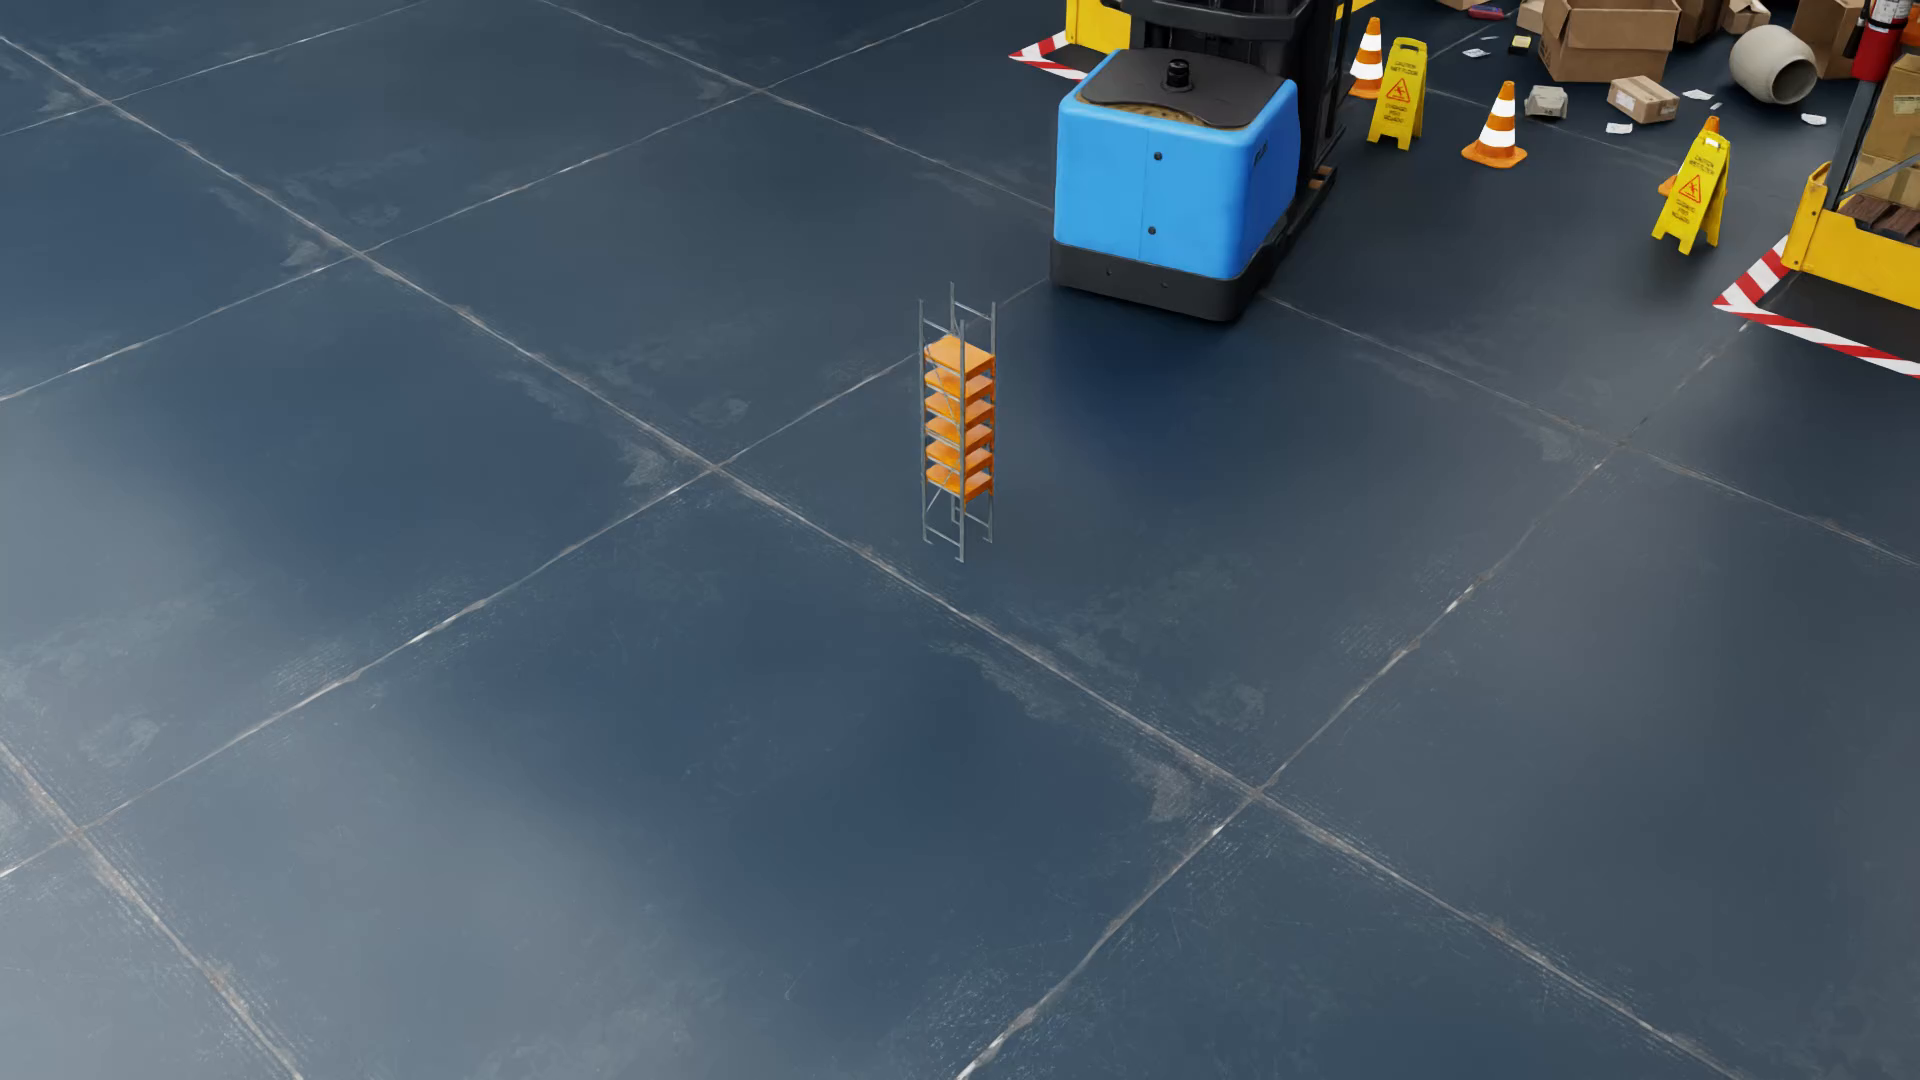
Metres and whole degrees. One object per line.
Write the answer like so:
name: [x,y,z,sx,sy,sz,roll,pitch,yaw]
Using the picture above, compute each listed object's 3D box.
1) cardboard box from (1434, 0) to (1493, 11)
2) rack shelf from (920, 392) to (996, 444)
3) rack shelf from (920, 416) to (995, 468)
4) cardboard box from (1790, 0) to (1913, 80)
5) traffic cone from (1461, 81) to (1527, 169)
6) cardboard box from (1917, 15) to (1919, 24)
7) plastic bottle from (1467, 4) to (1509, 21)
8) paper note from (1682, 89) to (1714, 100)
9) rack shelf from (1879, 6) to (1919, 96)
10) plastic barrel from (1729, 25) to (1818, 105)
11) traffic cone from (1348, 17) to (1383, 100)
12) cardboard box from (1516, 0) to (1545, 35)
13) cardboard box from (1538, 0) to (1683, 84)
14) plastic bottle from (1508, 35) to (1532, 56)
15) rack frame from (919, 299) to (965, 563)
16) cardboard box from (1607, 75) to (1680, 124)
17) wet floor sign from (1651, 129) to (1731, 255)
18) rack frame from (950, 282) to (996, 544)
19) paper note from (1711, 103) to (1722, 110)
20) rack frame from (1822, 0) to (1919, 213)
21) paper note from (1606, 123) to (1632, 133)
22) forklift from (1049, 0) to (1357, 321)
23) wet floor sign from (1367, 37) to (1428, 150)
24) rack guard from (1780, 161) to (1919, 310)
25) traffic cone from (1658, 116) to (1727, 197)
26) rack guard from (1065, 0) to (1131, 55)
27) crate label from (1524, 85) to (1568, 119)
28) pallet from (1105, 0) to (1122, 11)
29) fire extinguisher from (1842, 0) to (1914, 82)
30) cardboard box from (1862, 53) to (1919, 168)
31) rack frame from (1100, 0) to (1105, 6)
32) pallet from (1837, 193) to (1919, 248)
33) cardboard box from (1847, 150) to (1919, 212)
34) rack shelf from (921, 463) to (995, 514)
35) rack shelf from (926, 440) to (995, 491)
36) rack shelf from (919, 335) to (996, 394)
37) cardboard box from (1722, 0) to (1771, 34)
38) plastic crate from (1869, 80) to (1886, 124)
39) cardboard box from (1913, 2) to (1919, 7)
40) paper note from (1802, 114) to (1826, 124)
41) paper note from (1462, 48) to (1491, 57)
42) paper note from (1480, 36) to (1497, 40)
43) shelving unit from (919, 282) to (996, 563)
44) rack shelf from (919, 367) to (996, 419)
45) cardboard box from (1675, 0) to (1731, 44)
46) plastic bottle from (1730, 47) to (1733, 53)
cardboard box: [3.684,-4.245,12.185,0.500,0.500,0.500,-26,45,-29]
rack shelf: [-0.010,-0.522,6.821,0.258,0.103,0.180,30,47,32]
rack shelf: [-0.010,-0.428,6.896,0.258,0.103,0.180,30,47,32]
cardboard box: [5.968,-3.437,11.168,0.500,0.500,0.500,-5,39,-6]
traffic cone: [3.286,-2.553,10.089,0.336,0.463,0.334,30,47,32]
cardboard box: [5.091,-2.660,8.388,0.380,0.149,0.250,31,48,33]
plastic bottle: [3.809,-3.792,11.970,0.283,0.061,0.133,14,41,17]
paper note: [4.849,-2.928,10.917,0.142,0.019,0.148,-18,42,-21]
rack shelf: [6.346,-3.134,9.360,1.077,0.370,4.000,30,47,32]
plastic barrel: [5.273,-3.073,10.775,0.421,0.421,0.512,-5,39,-6]
traffic cone: [2.681,-3.184,10.882,0.336,0.463,0.334,30,47,32]
cardboard box: [4.173,-3.734,11.732,0.258,0.266,0.396,-26,45,-29]
cardboard box: [4.313,-3.390,11.109,0.797,0.503,0.637,2,39,2]
plastic bottle: [3.886,-3.440,11.527,0.133,0.061,0.283,14,41,17]
rack frame: [-0.071,-0.421,6.815,0.240,1.200,0.006,30,47,32]
cardboard box: [4.390,-2.831,10.691,0.250,0.149,0.380,-11,40,-14]
wet floor sign: [4.079,-1.938,9.168,0.232,0.644,0.267,-18,42,-21]
rack frame: [0.052,-0.505,6.921,0.240,1.200,0.006,30,47,32]
paper note: [4.904,-2.813,10.780,0.032,0.001,0.123,30,47,32]
rack frame: [4.997,-2.497,7.980,1.000,3.000,0.127,30,47,32]
paper note: [4.165,-2.605,10.502,0.148,0.019,0.142,14,41,17]
forklift: [1.572,-3.184,8.899,1.130,2.935,3.031,17,41,20]
wet floor sign: [2.717,-2.763,10.206,0.267,0.644,0.232,22,43,25]
rack guard: [5.048,-1.554,8.802,1.175,0.500,0.348,30,47,32]
traffic cone: [4.335,-2.243,9.700,0.336,0.463,0.334,30,47,32]
rack guard: [1.259,-3.540,11.300,1.175,0.500,0.348,30,47,32]
crate label: [3.771,-2.813,10.678,0.250,0.136,0.298,8,39,10]
pallet: [1.757,-3.838,11.907,1.003,0.211,1.213,30,47,32]
fire extinguisher: [4.580,-2.608,8.182,0.296,0.674,0.183,30,47,32]
cardboard box: [5.345,-2.356,9.073,0.500,0.500,0.500,30,47,32]
rack frame: [1.275,-4.529,10.536,1.000,3.000,0.127,30,47,32]
pallet: [5.622,-1.799,9.343,1.003,0.211,1.213,30,47,32]
cardboard box: [5.360,-2.081,9.328,0.500,0.250,0.500,29,47,32]
rack shelf: [-0.010,-0.240,7.045,0.258,0.103,0.180,30,47,32]
rack shelf: [-0.010,-0.334,6.971,0.258,0.103,0.180,30,47,32]
rack shelf: [-0.010,-0.710,6.672,0.258,0.103,0.180,30,47,32]
cardboard box: [5.562,-3.792,11.805,0.258,0.266,0.396,2,39,2]
plastic crate: [6.031,-2.815,10.726,0.402,0.080,0.583,14,41,17]
cardboard box: [5.180,-2.823,8.593,0.380,0.149,0.250,29,47,31]
paper note: [5.448,-2.689,10.607,0.142,0.019,0.148,14,41,17]
paper note: [3.558,-3.355,11.446,0.142,0.017,0.144,-18,42,-21]
paper note: [3.713,-3.525,11.675,0.123,0.001,0.032,-11,40,-14]
shelving unit: [-0.010,-0.463,6.868,0.258,1.200,0.189,30,47,32]
rack shelf: [-0.010,-0.616,6.746,0.258,0.103,0.180,30,47,32]
cardboard box: [4.938,-3.876,11.611,0.797,0.637,0.503,30,47,32]
plastic bottle: [5.441,-3.379,11.451,0.283,0.061,0.133,-26,45,-29]
